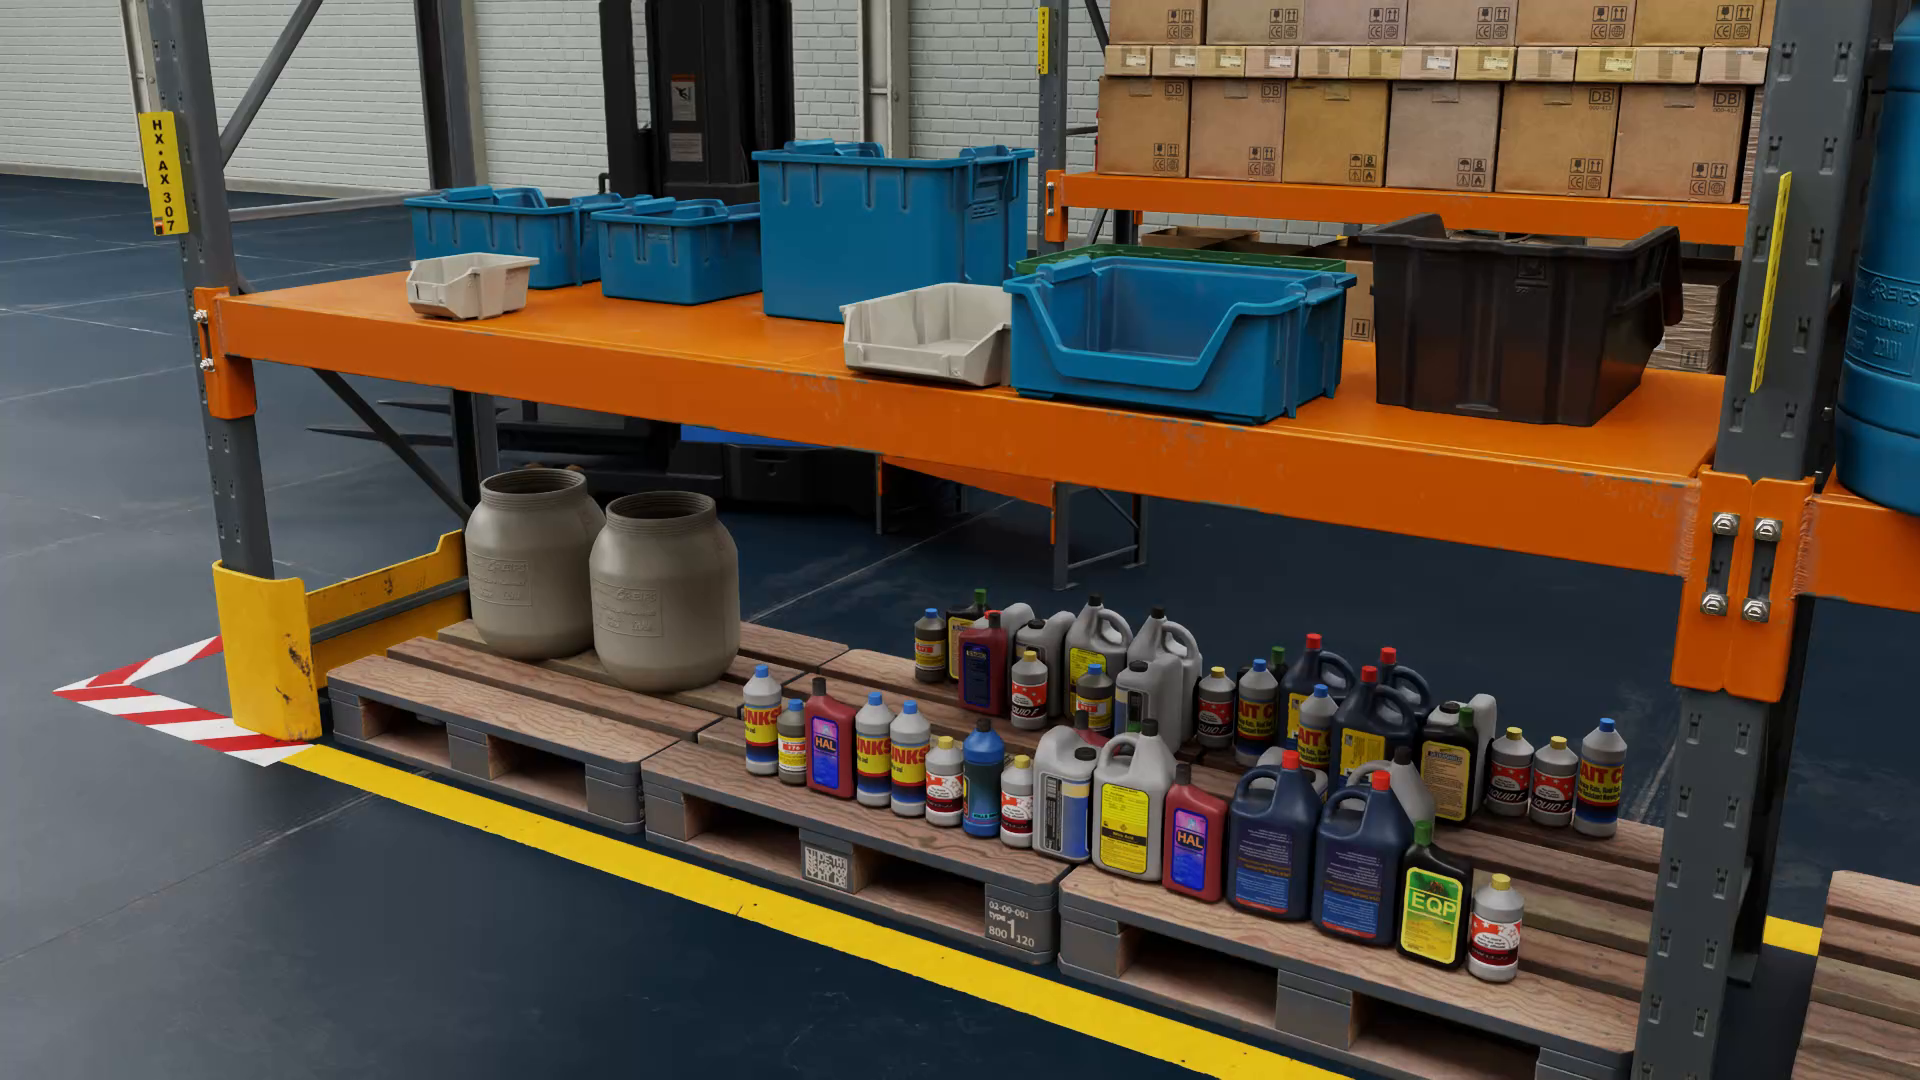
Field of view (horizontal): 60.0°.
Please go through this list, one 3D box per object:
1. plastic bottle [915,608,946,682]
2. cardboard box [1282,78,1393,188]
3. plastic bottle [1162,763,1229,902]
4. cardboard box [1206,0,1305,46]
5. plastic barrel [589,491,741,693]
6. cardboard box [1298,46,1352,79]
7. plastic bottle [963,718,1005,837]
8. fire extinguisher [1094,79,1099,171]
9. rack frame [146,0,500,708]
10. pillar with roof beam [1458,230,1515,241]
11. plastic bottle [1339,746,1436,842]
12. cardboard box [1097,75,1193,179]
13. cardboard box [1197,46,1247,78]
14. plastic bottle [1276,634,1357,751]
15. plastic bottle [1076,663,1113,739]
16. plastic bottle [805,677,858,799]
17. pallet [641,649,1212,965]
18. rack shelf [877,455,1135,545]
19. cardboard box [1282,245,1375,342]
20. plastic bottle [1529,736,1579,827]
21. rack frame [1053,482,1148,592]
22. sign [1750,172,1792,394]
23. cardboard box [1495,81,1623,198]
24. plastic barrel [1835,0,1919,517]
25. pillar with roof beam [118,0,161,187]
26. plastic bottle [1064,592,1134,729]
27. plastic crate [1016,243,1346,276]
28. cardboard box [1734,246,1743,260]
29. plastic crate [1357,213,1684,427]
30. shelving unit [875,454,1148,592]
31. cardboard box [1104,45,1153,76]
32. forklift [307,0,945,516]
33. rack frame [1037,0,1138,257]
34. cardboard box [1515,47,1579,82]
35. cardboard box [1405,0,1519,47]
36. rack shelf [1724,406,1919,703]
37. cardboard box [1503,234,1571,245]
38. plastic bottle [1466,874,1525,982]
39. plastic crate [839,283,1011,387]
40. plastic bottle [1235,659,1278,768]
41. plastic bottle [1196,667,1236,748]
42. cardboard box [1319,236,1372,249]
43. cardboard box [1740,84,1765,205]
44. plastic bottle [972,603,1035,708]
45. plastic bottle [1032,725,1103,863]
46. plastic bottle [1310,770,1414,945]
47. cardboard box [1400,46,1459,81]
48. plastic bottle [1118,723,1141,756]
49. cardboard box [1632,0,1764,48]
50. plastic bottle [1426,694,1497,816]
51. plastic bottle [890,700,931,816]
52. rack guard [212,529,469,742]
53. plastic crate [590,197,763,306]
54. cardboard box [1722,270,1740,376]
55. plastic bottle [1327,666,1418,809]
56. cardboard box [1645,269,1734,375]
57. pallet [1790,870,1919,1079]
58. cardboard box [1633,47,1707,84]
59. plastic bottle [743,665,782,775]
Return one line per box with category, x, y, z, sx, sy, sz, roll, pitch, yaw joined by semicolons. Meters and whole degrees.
plastic bottle;-0.083;0.298;4.797;0.097;0.201;0.097;0;17;0
cardboard box;1.980;-2.046;8.283;0.500;0.500;0.700;10;20;30
plastic bottle;0.508;0.626;3.576;0.133;0.283;0.061;12;20;34
cardboard box;1.606;-2.735;8.321;0.500;0.500;0.700;10;19;29
plastic barrel;-0.849;0.145;4.799;0.421;0.512;0.421;0;17;0
cardboard box;1.821;-2.316;8.057;0.250;0.149;0.380;9;19;28
plastic bottle;0.055;0.545;3.864;0.097;0.271;0.097;0;17;0
fire extinguisher;0.861;-2.324;9.503;0.183;0.674;0.296;10;20;30
rack frame;-1.877;-1.001;5.017;0.127;3.000;1.000;10;20;30
pillar with roof beam;2.104;-5.367;9.067;0.400;9.000;9.100;10;20;30
plastic bottle;0.907;0.602;3.540;0.185;0.351;0.144;10;20;30
cardboard box;1.110;-2.201;8.795;0.500;0.500;0.700;10;20;30
cardboard box;1.378;-2.395;8.317;0.250;0.149;0.380;10;20;30
plastic bottle;0.900;0.410;4.172;0.185;0.351;0.144;9;19;28
plastic bottle;0.353;0.425;4.379;0.097;0.201;0.097;0;17;0
plastic bottle;-0.312;0.480;4.058;0.133;0.283;0.061;10;20;31
pallet;-0.063;0.643;4.400;1.213;0.211;1.003;10;20;30
rack shelf;0.192;-0.269;6.673;0.538;0.278;1.000;-15;23;-41
cardboard box;1.919;-1.187;8.345;0.500;0.500;0.500;10;20;30
plastic bottle;1.403;0.563;3.925;0.097;0.201;0.097;0;17;0
rack frame;0.543;-0.396;6.250;0.500;1.125;0.032;-15;23;-41
sign;1.234;-0.391;2.531;0.005;0.325;0.100;10;20;30
cardboard box;2.867;-1.889;7.766;0.500;0.500;0.700;10;20;31
plastic barrel;1.702;-0.499;2.501;0.708;0.901;0.600;10;20;30
pillar with roof beam;-13.234;-8.105;18.081;0.400;9.000;9.100;10;20;30
plastic bottle;0.379;0.317;4.478;0.185;0.351;0.144;11;20;32
plastic crate;0.523;-0.568;3.955;0.662;0.188;0.450;10;20;30
cardboard box;5.811;-2.009;11.878;0.500;0.500;0.500;8;19;26
plastic crate;1.152;-0.474;3.389;0.504;0.338;0.767;10;20;30
shelving unit;0.192;-0.503;6.602;0.538;1.125;1.048;-15;23;-41
cardboard box;0.940;-2.473;8.573;0.250;0.149;0.380;10;20;30
forklift;-1.538;-1.712;7.474;3.031;2.935;1.130;4;17;12
rack frame;0.719;-2.228;9.054;0.127;3.000;1.000;10;20;30
cardboard box;2.702;-2.159;7.540;0.250;0.149;0.380;11;20;32
cardboard box;2.463;-2.583;7.819;0.500;0.500;0.700;10;20;30
rack shelf;3.236;0.255;2.117;4.000;0.370;1.077;10;20;30
cardboard box;4.336;-2.165;12.716;0.500;0.311;0.500;12;21;35
plastic bottle;1.059;0.757;3.284;0.097;0.201;0.097;0;17;0
plastic crate;0.015;-0.451;3.659;0.437;0.136;0.530;10;20;30
plastic bottle;0.755;0.435;4.227;0.097;0.271;0.097;0;17;0
plastic bottle;0.671;0.432;4.355;0.097;0.201;0.097;0;17;0
cardboard box;2.191;-1.315;8.769;0.500;0.500;0.500;10;20;30
cardboard box;3.746;-1.733;7.253;0.500;0.500;0.700;10;19;29
plastic bottle;0.118;0.307;4.638;0.135;0.276;0.152;10;20;30
plastic bottle;0.257;0.569;3.776;0.135;0.276;0.152;11;20;31
plastic bottle;0.832;0.637;3.422;0.185;0.351;0.144;10;19;29
cardboard box;2.250;-2.239;7.802;0.250;0.149;0.380;10;20;31
plastic bottle;0.425;0.562;3.787;0.133;0.283;0.061;10;20;30
cardboard box;3.314;-2.430;7.317;0.500;0.500;0.700;10;20;30
plastic bottle;1.200;0.500;4.002;0.135;0.276;0.152;11;20;32
plastic bottle;-0.118;0.514;3.966;0.097;0.271;0.097;0;17;0
rack guard;-1.788;0.195;5.381;0.348;0.500;1.175;10;20;30
plastic crate;-0.743;-0.828;4.702;0.408;0.251;0.499;10;20;30
cardboard box;3.896;-1.011;7.768;0.500;0.500;0.500;10;20;30
plastic bottle;0.985;0.474;3.960;0.185;0.351;0.144;10;20;30
cardboard box;3.198;-0.959;7.594;0.500;0.500;0.500;10;20;30
pallet;2.221;1.051;3.058;1.213;0.211;1.003;10;20;30
cardboard box;3.125;-2.083;7.289;0.250;0.149;0.380;10;20;30
plastic bottle;-0.495;0.447;4.188;0.097;0.271;0.097;0;17;0
